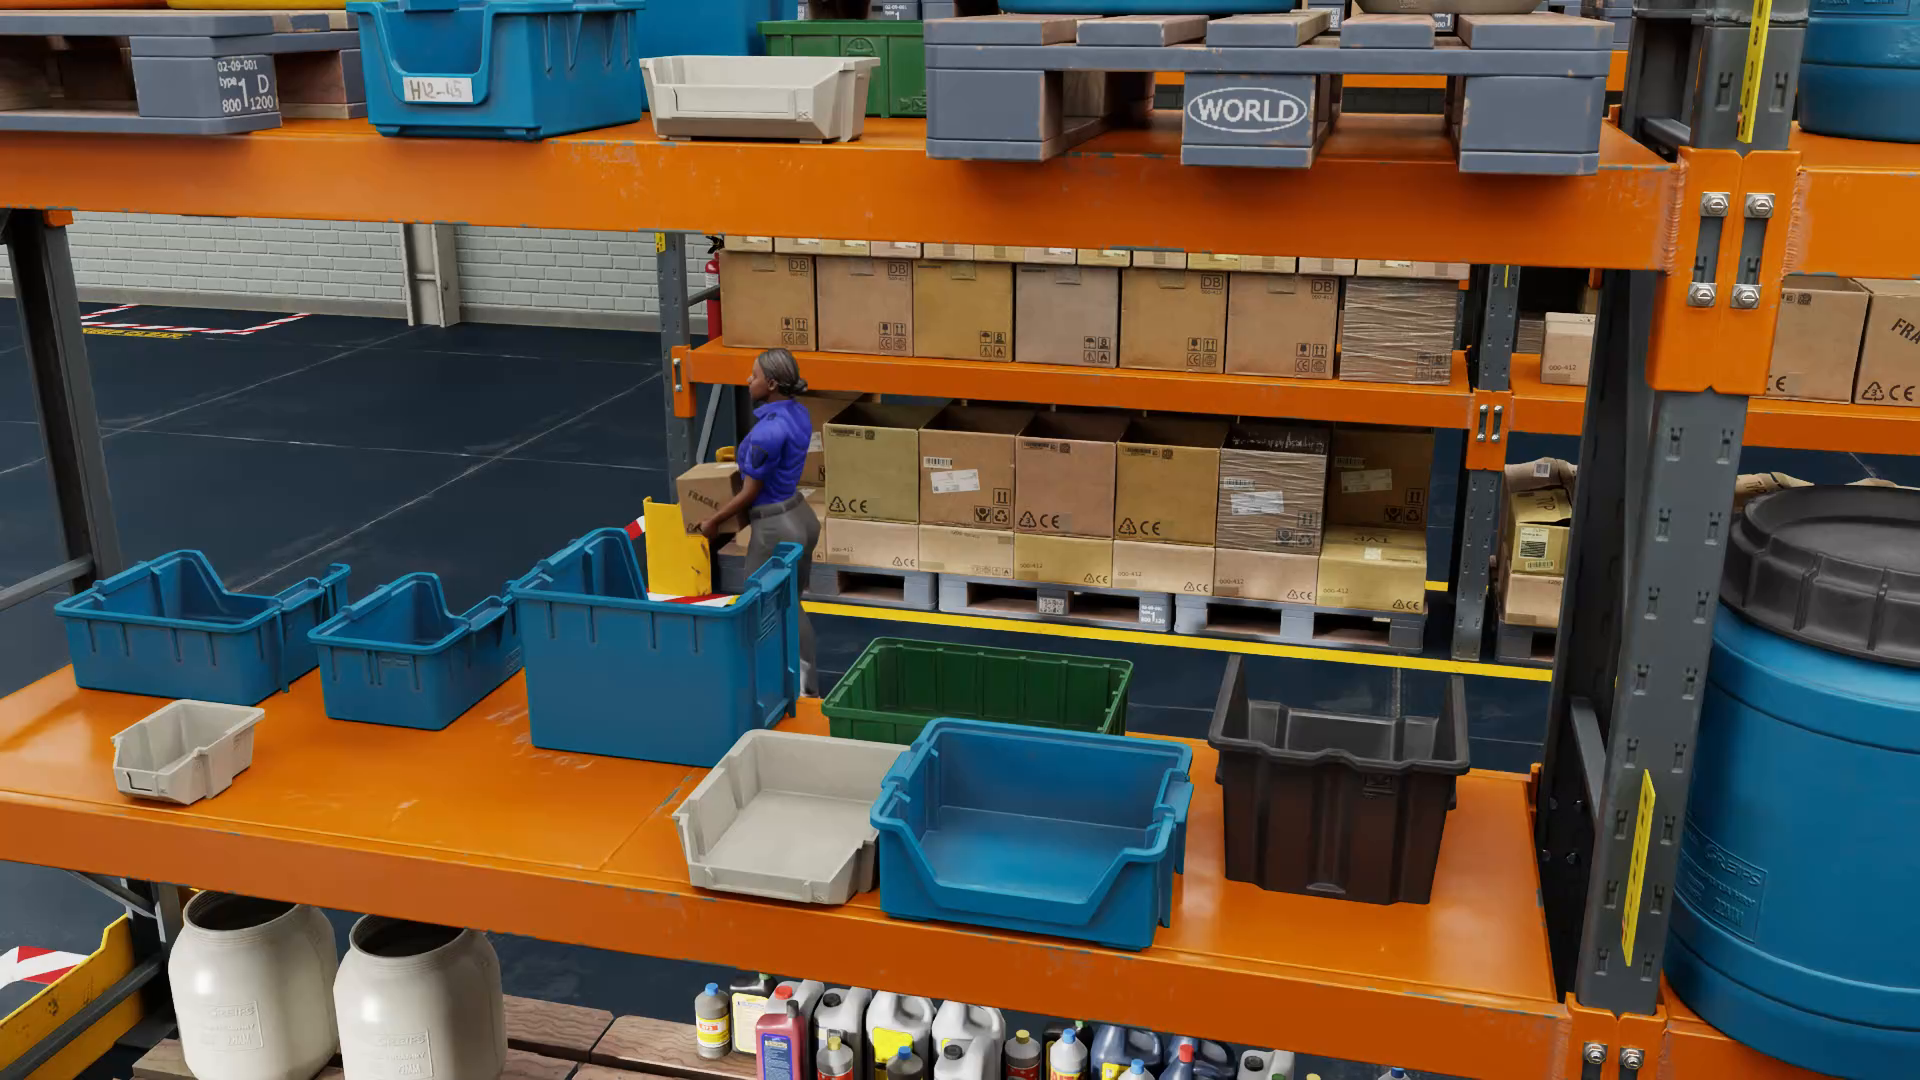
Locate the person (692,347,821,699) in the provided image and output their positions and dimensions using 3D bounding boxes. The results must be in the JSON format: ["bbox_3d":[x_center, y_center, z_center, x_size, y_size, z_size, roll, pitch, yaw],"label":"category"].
[{"bbox_3d":[-0.865,-0.017,7.131,0.497,1.656,0.445,4,19,13],"label":"person"}]
